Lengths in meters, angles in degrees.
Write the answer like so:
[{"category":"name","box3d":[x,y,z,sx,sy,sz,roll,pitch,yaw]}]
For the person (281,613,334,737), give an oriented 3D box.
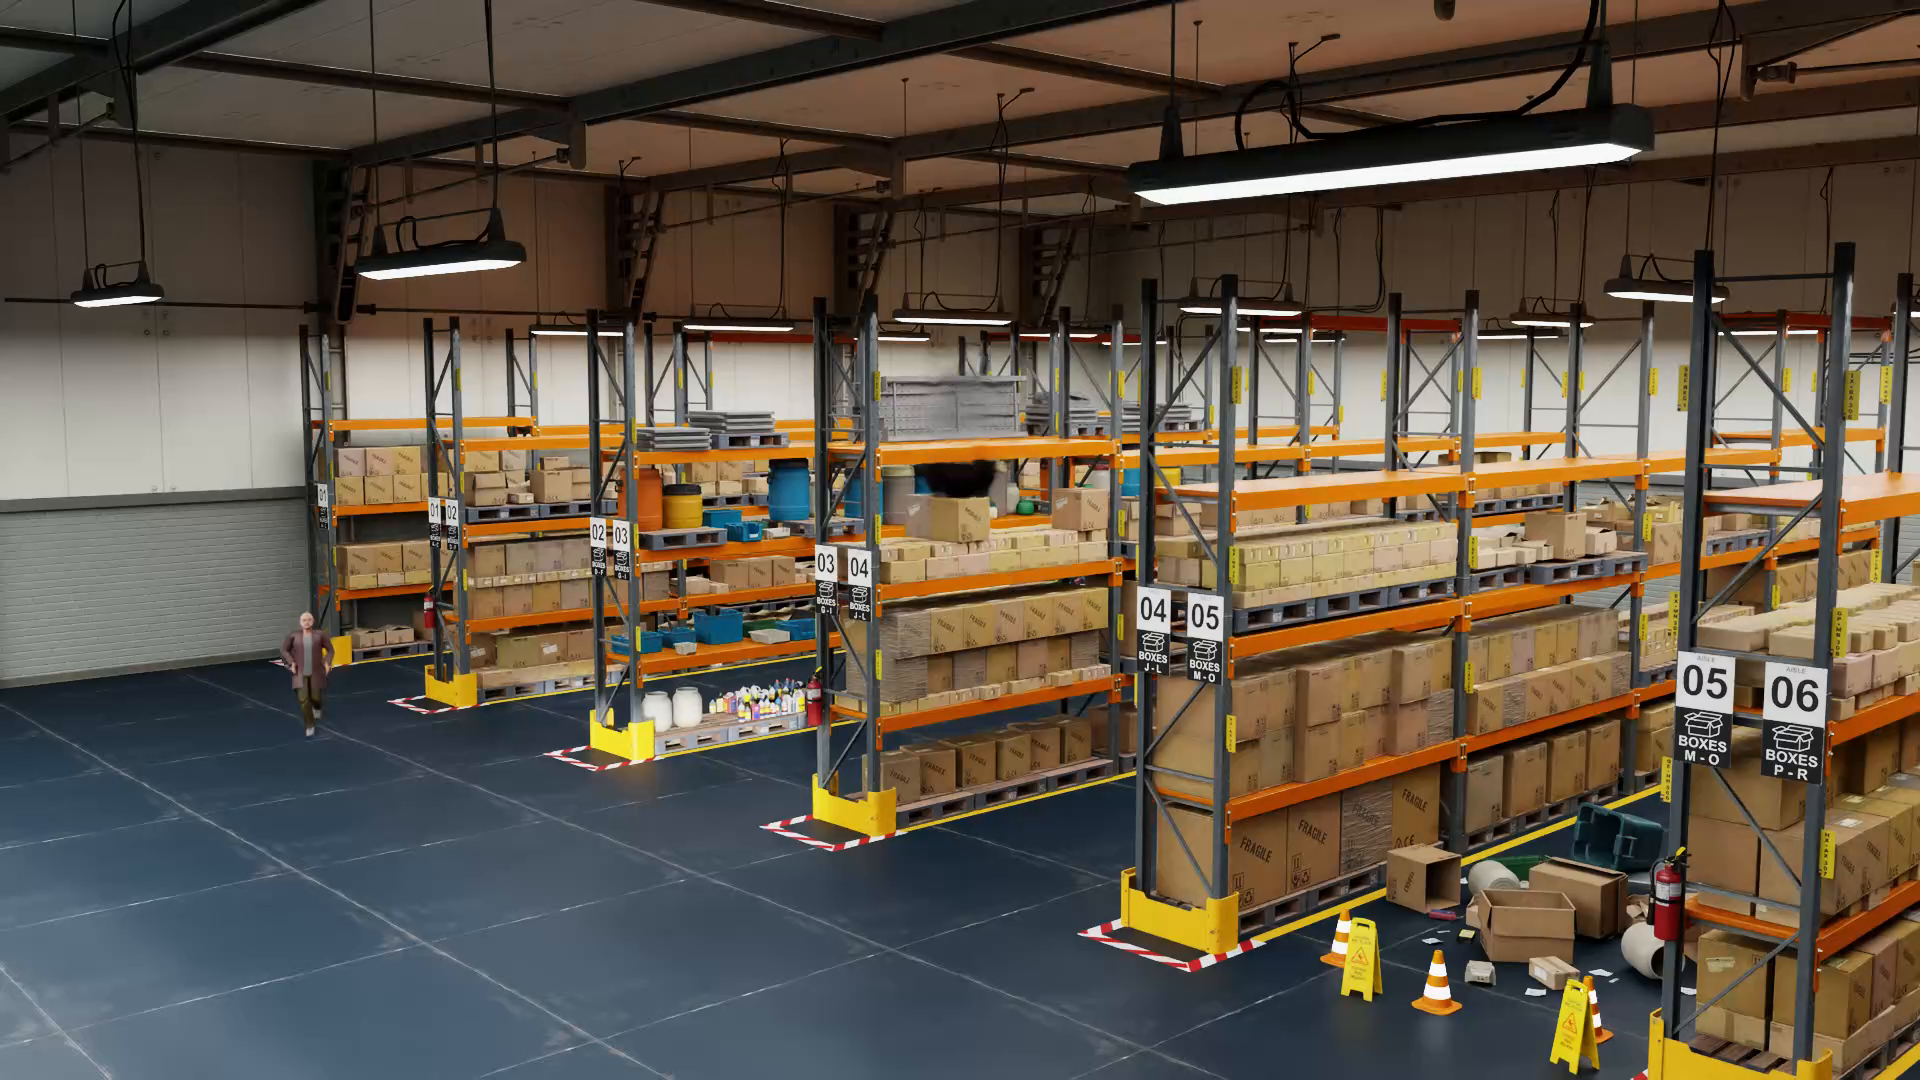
[{"category":"person","box3d":[-9.349,1.905,23.853,0.712,1.743,0.720,-2,6,-19]}]
